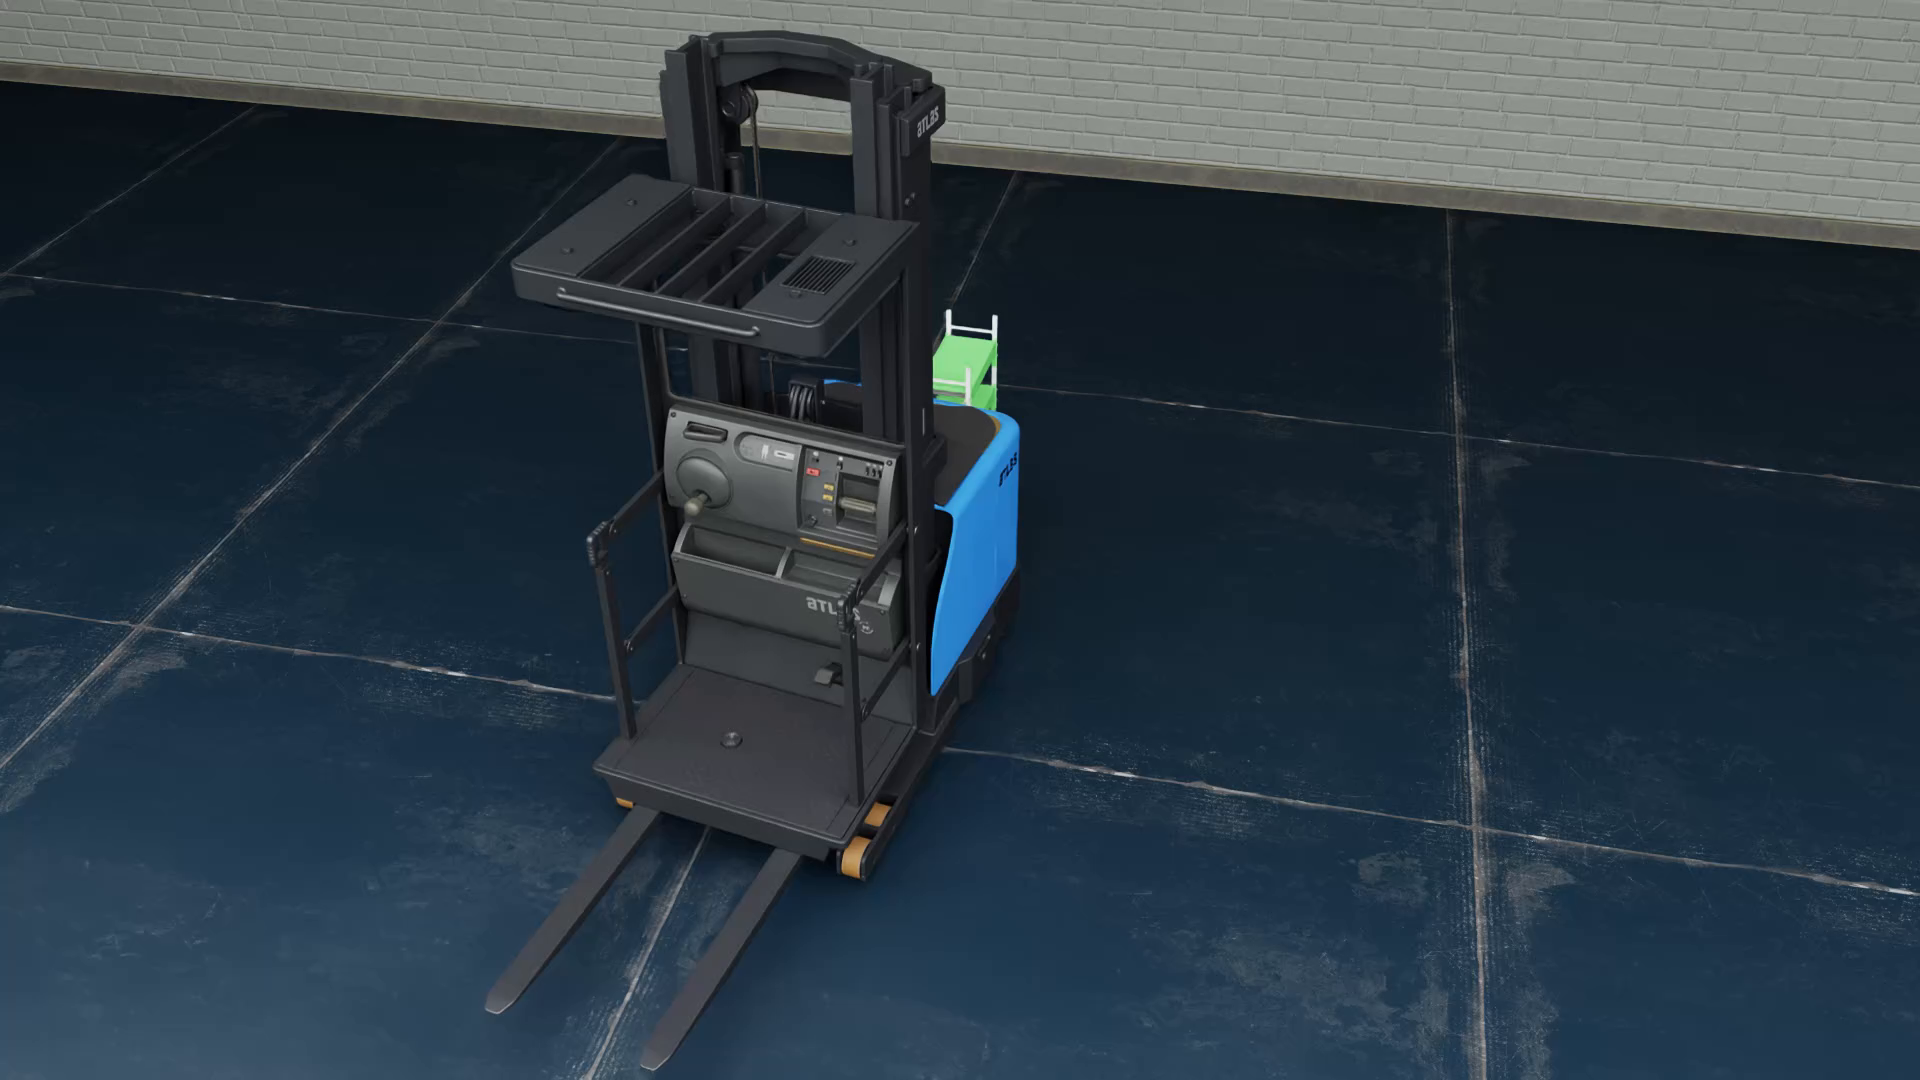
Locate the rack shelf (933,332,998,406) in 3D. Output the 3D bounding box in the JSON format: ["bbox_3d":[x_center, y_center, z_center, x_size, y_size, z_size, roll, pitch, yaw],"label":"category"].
[{"bbox_3d":[-0.008,-0.755,7.560,0.258,0.148,0.480,9,37,12],"label":"rack shelf"}]

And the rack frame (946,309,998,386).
[{"bbox_3d":[0.055,-0.556,7.995,0.240,1.200,0.015,9,37,12],"label":"rack frame"}]

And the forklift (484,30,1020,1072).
[{"bbox_3d":[-0.748,-0.158,5.971,1.130,2.935,3.031,13,38,18],"label":"forklift"}]

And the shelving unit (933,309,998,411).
[{"bbox_3d":[-0.008,-0.418,7.804,0.258,1.200,0.503,9,37,12],"label":"shelving unit"}]

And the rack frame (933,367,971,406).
[{"bbox_3d":[-0.071,-0.279,7.613,0.240,1.200,0.015,9,37,12],"label":"rack frame"}]

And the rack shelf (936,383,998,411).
[{"bbox_3d":[-0.008,-0.560,7.701,0.258,0.148,0.480,9,37,12],"label":"rack shelf"}]
